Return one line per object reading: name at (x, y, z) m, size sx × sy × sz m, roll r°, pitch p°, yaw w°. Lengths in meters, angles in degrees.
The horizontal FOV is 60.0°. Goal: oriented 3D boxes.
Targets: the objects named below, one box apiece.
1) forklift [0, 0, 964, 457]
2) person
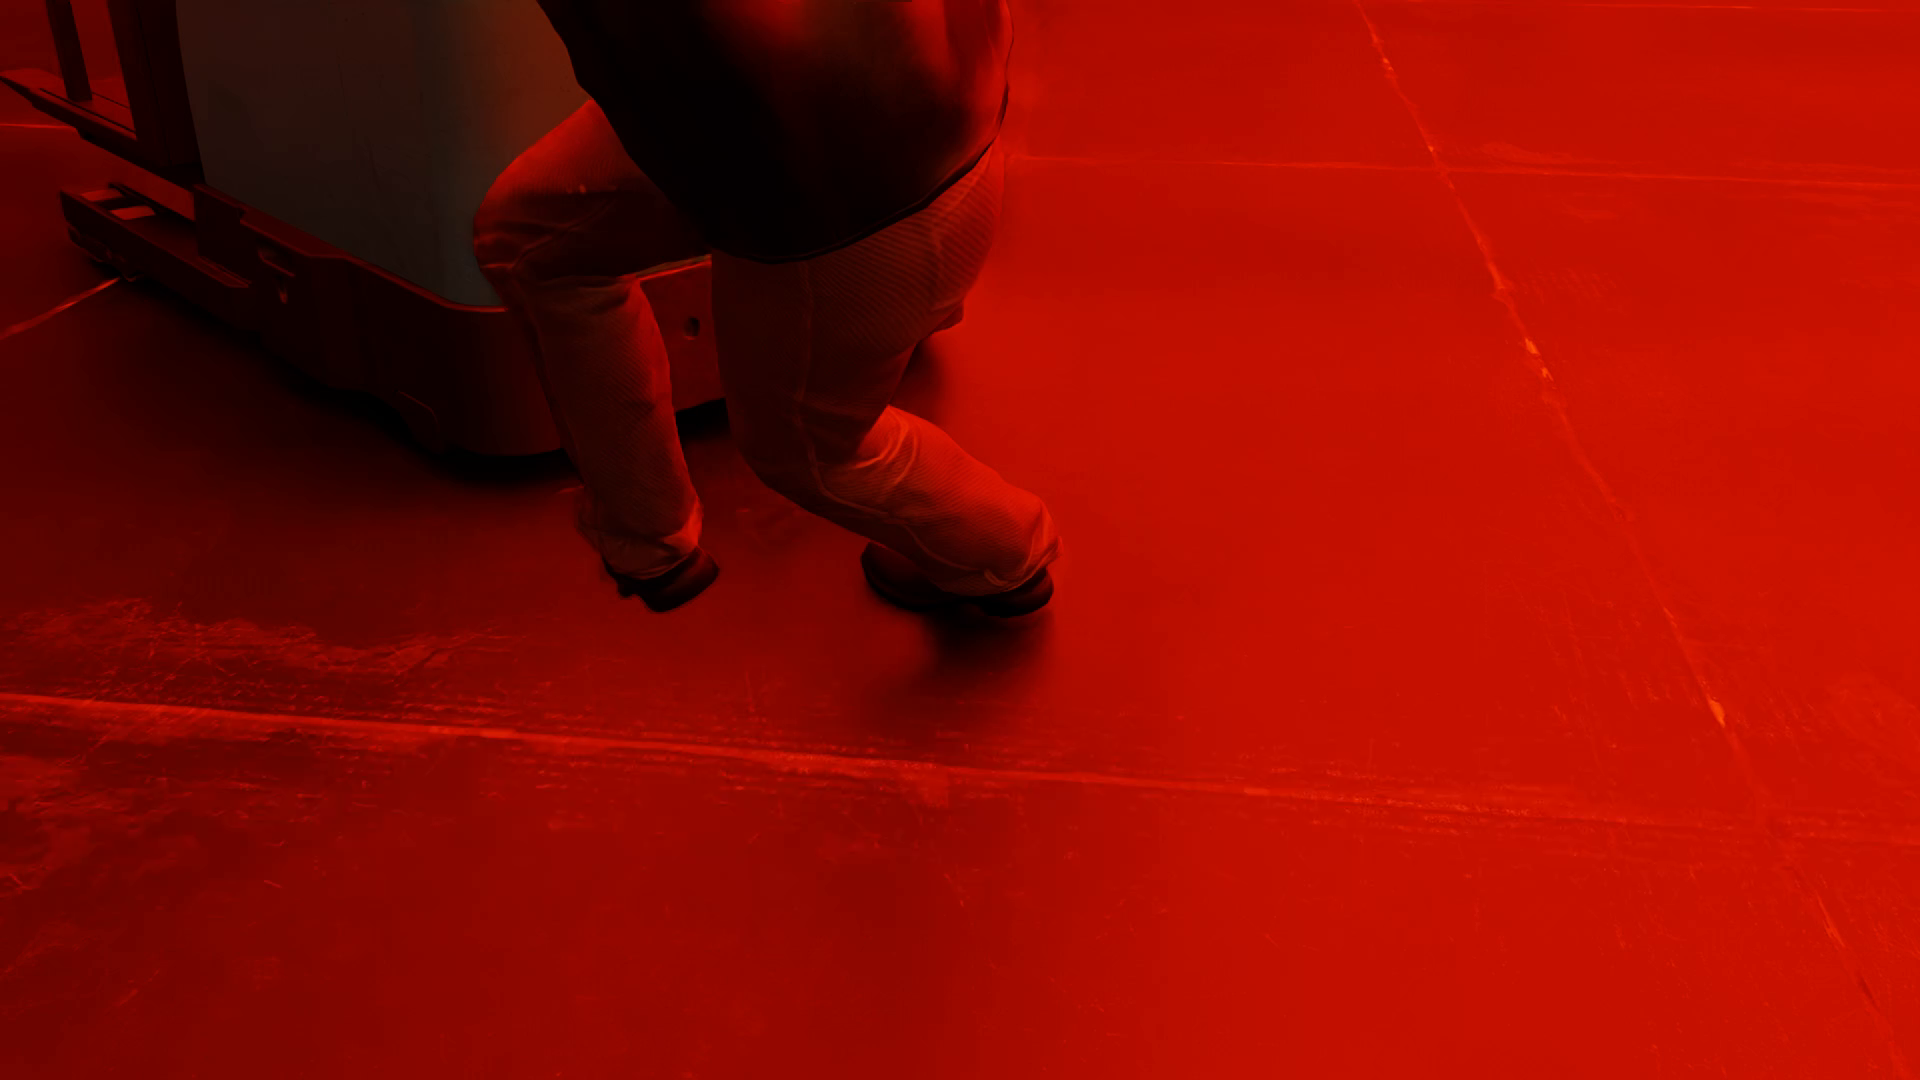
forklift at (-1.367, -2.010, 3.245) m, size 1.130 × 2.935 × 3.031 m, roll -23°, pitch 34°, yaw -38°
person at (-0.339, -0.476, 1.786) m, size 0.889 × 1.488 × 0.966 m, roll 7°, pitch 27°, yaw 14°
